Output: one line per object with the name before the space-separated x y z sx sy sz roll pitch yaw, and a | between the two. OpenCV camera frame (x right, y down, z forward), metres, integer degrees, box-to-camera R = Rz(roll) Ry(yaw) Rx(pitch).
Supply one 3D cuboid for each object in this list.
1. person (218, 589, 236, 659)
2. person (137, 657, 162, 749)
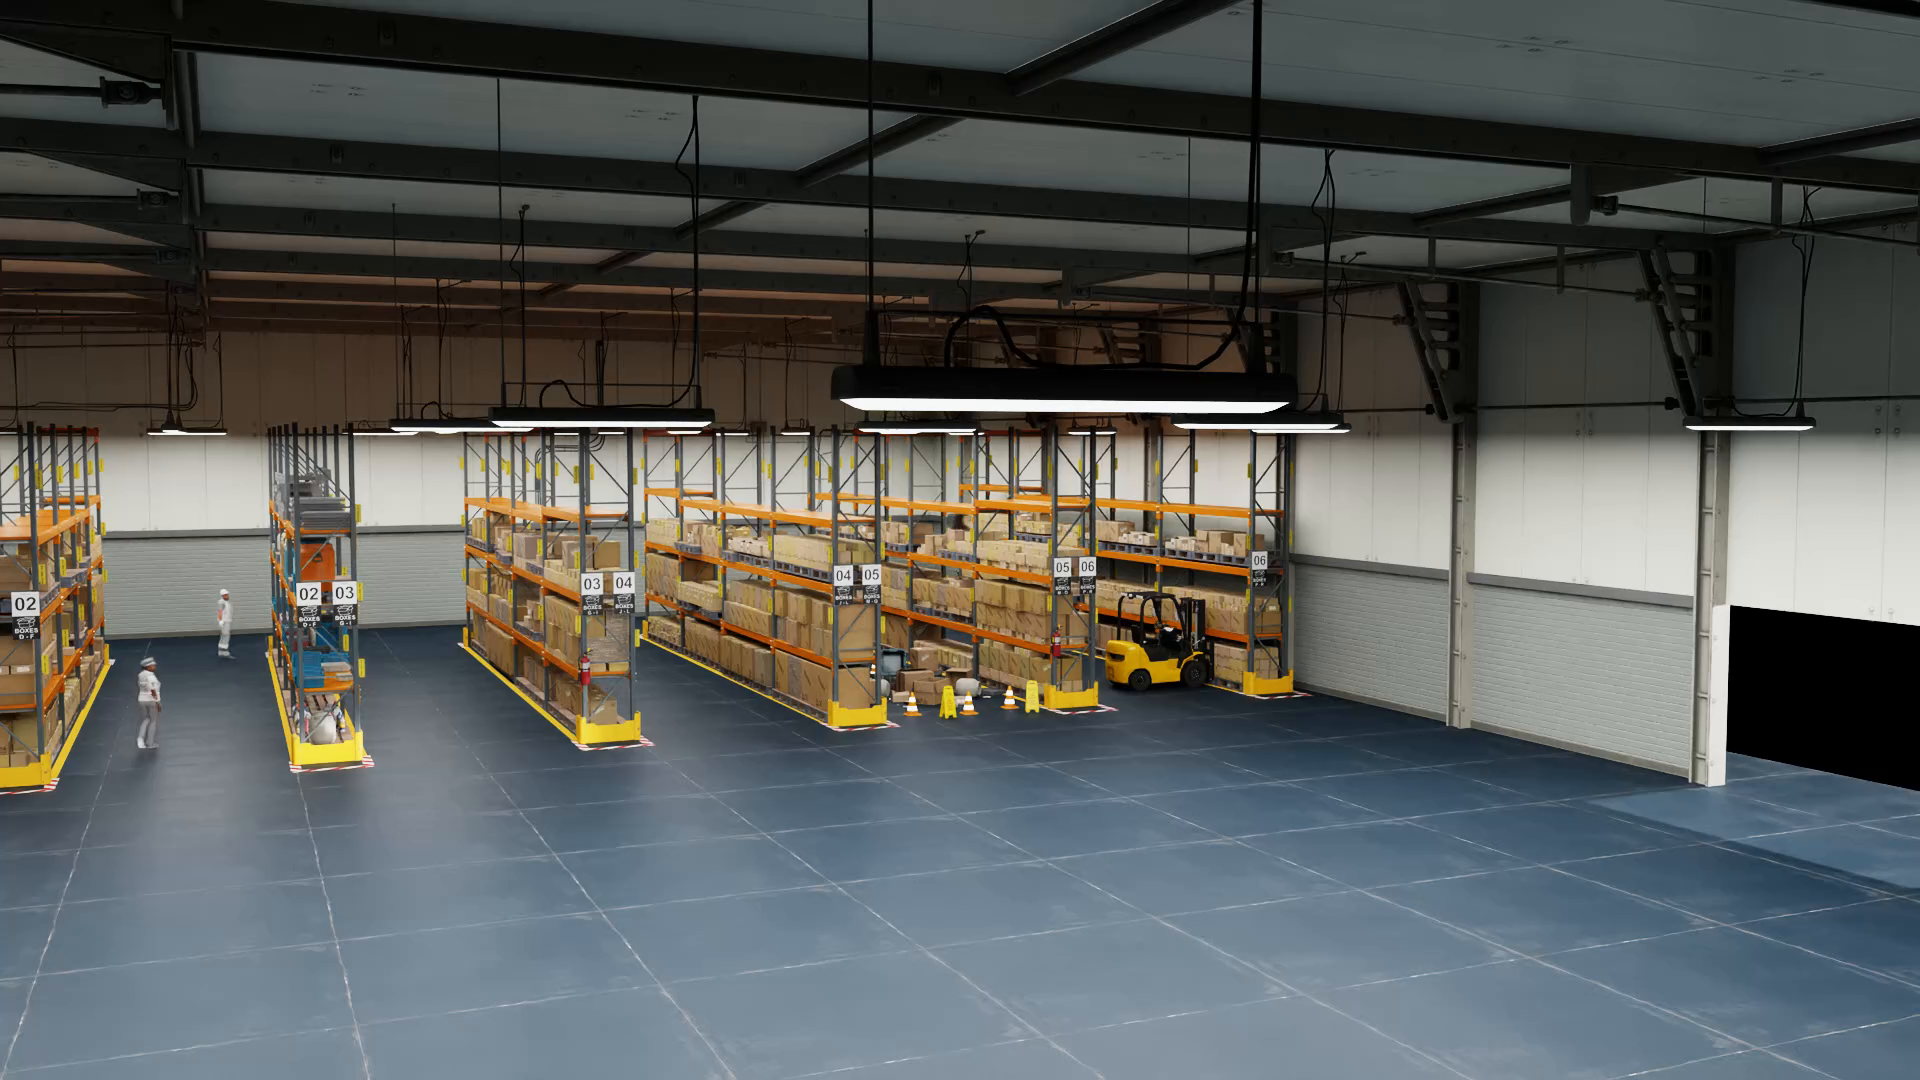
person | -19.046 2.182 43.170 0.459 1.804 0.735 -1 4 -12
person | -14.916 2.996 30.623 0.457 1.689 0.410 1 4 10
